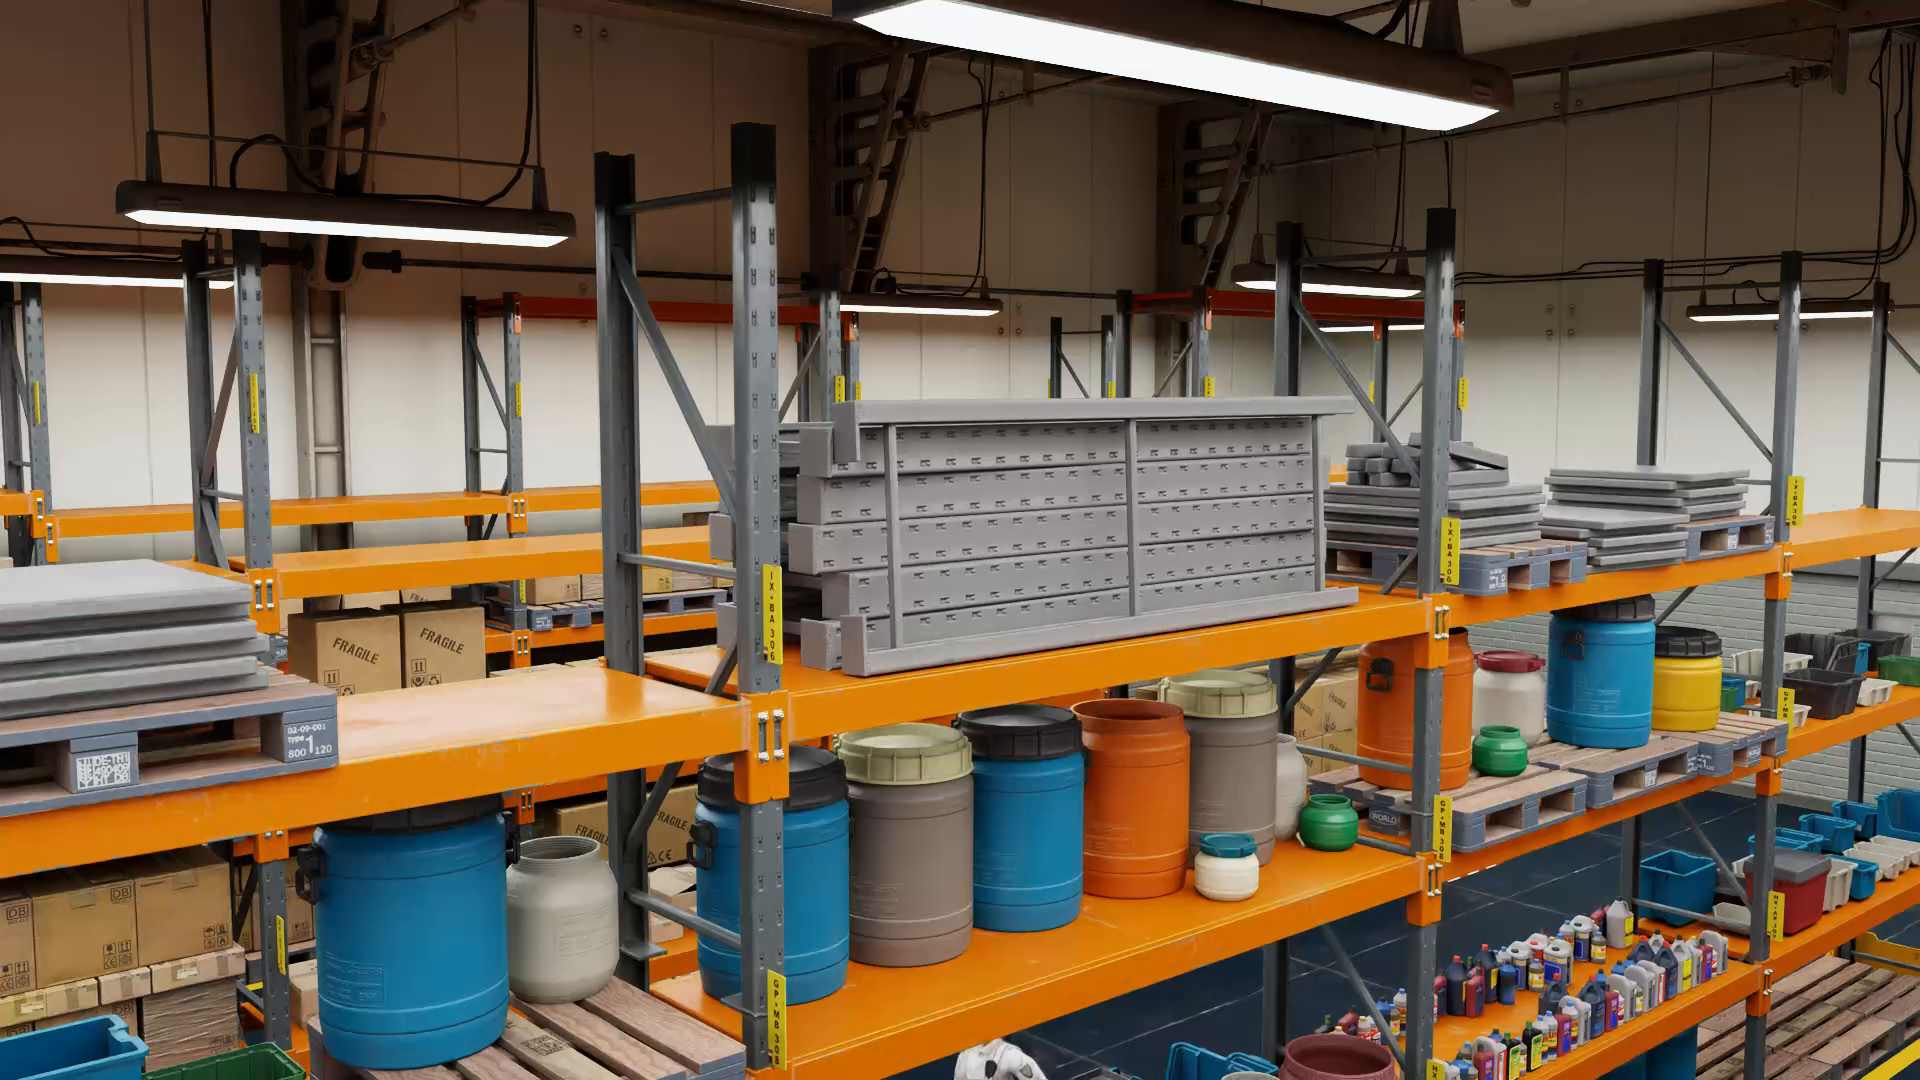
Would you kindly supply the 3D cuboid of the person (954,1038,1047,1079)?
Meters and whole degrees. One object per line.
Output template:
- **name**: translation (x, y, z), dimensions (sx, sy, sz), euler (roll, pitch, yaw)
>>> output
- **person**: translation (0.184, 3.430, 9.582), dimensions (0.905, 1.698, 0.628), euler (-4, 7, -37)
